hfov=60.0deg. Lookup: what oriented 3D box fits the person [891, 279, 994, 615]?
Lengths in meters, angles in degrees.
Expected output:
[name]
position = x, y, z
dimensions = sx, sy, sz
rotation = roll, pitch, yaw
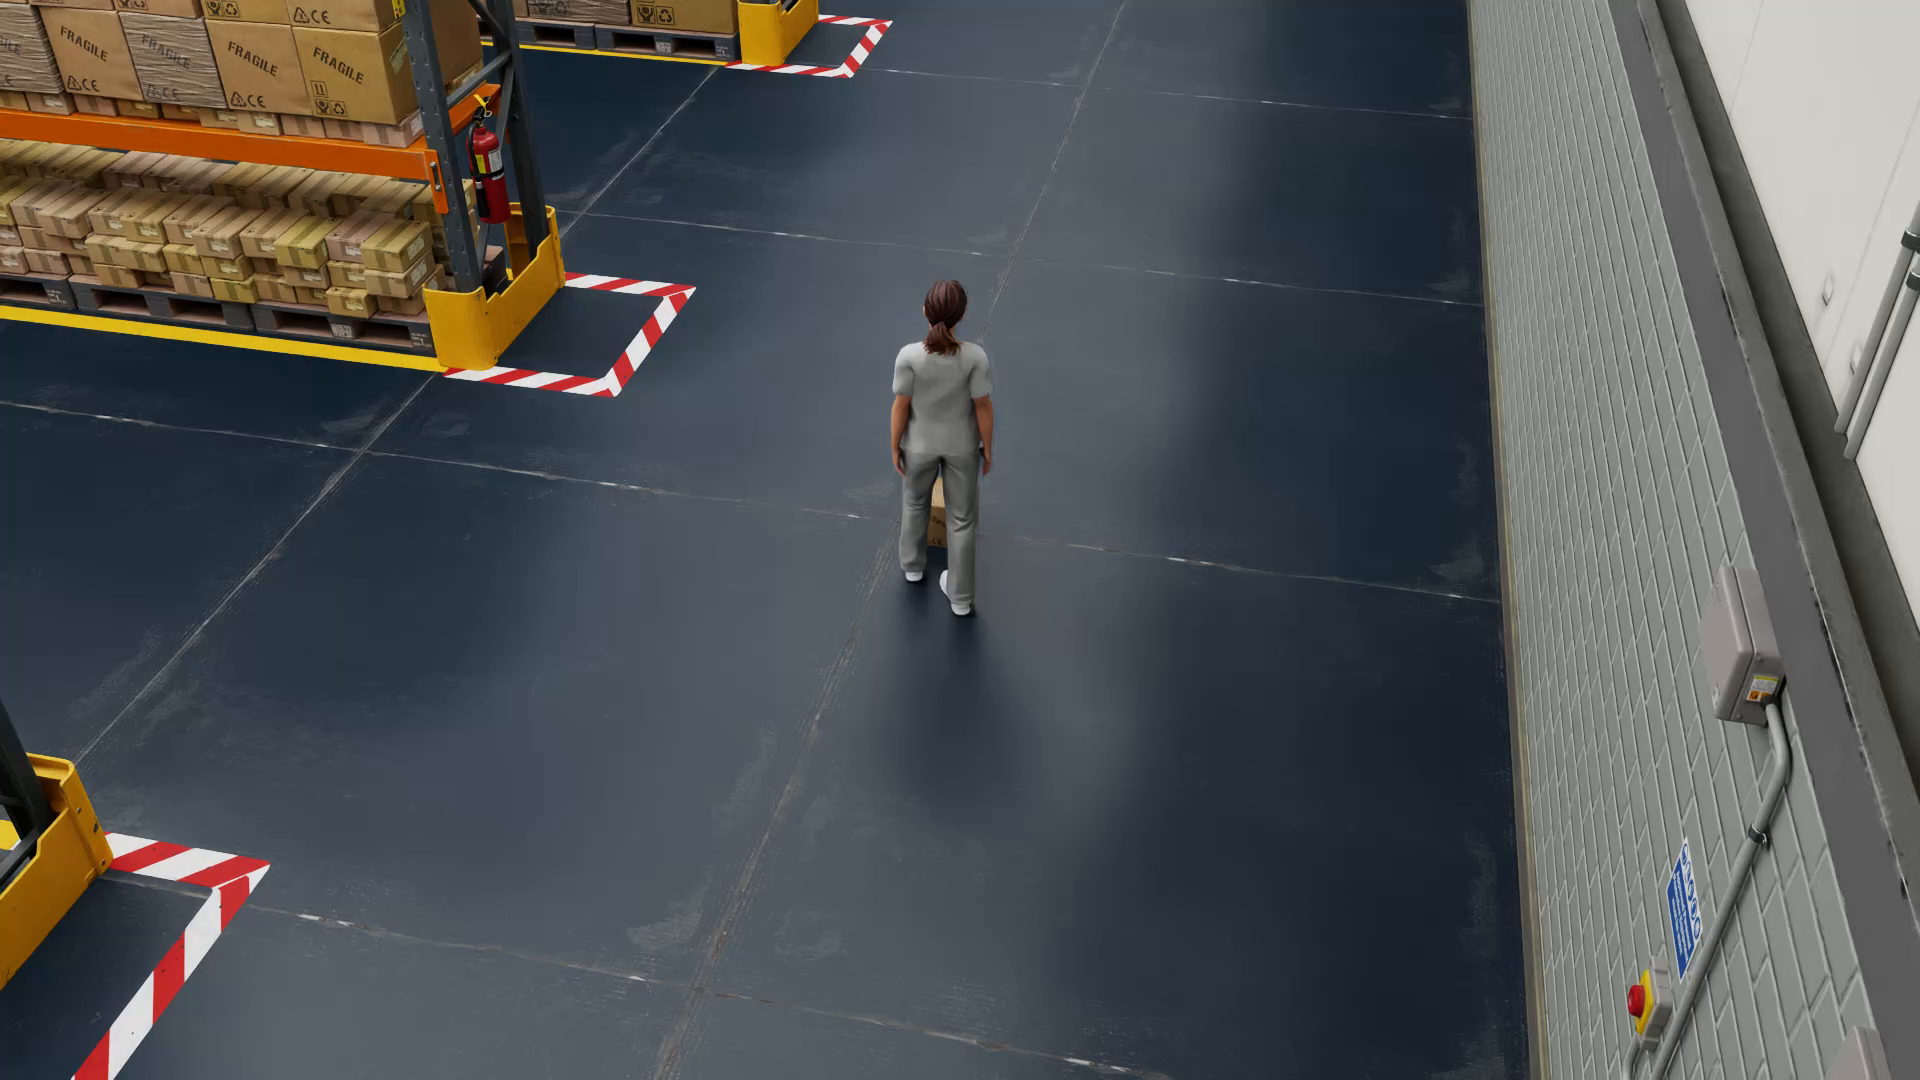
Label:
[person]
position = -0.078, -0.470, 7.585
dimensions = 0.459, 1.669, 0.568
rotation = 0, 37, 0
